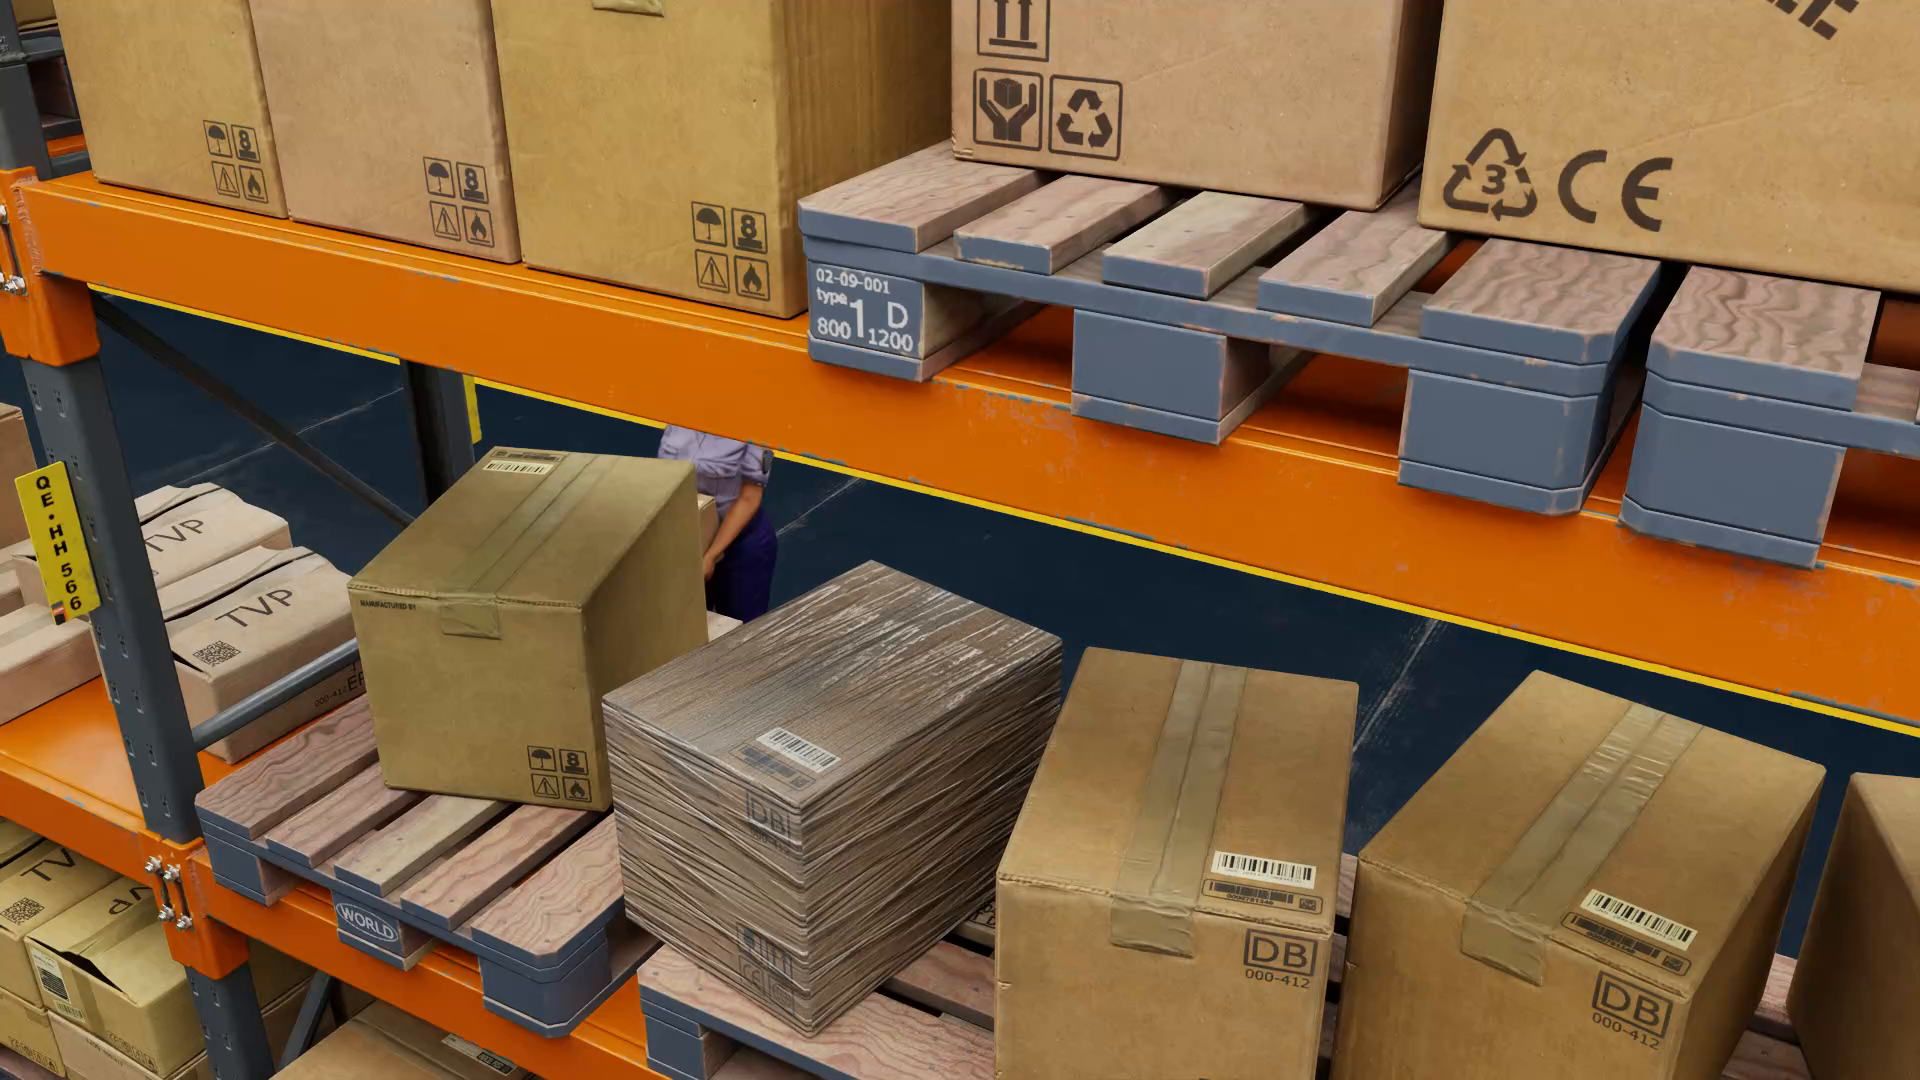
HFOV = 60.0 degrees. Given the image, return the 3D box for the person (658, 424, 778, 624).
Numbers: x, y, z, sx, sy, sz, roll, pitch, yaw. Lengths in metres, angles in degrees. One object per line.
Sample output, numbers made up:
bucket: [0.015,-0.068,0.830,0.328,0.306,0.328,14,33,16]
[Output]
person: [-0.916,0.080,5.986,0.453,1.636,0.492,15,30,27]
